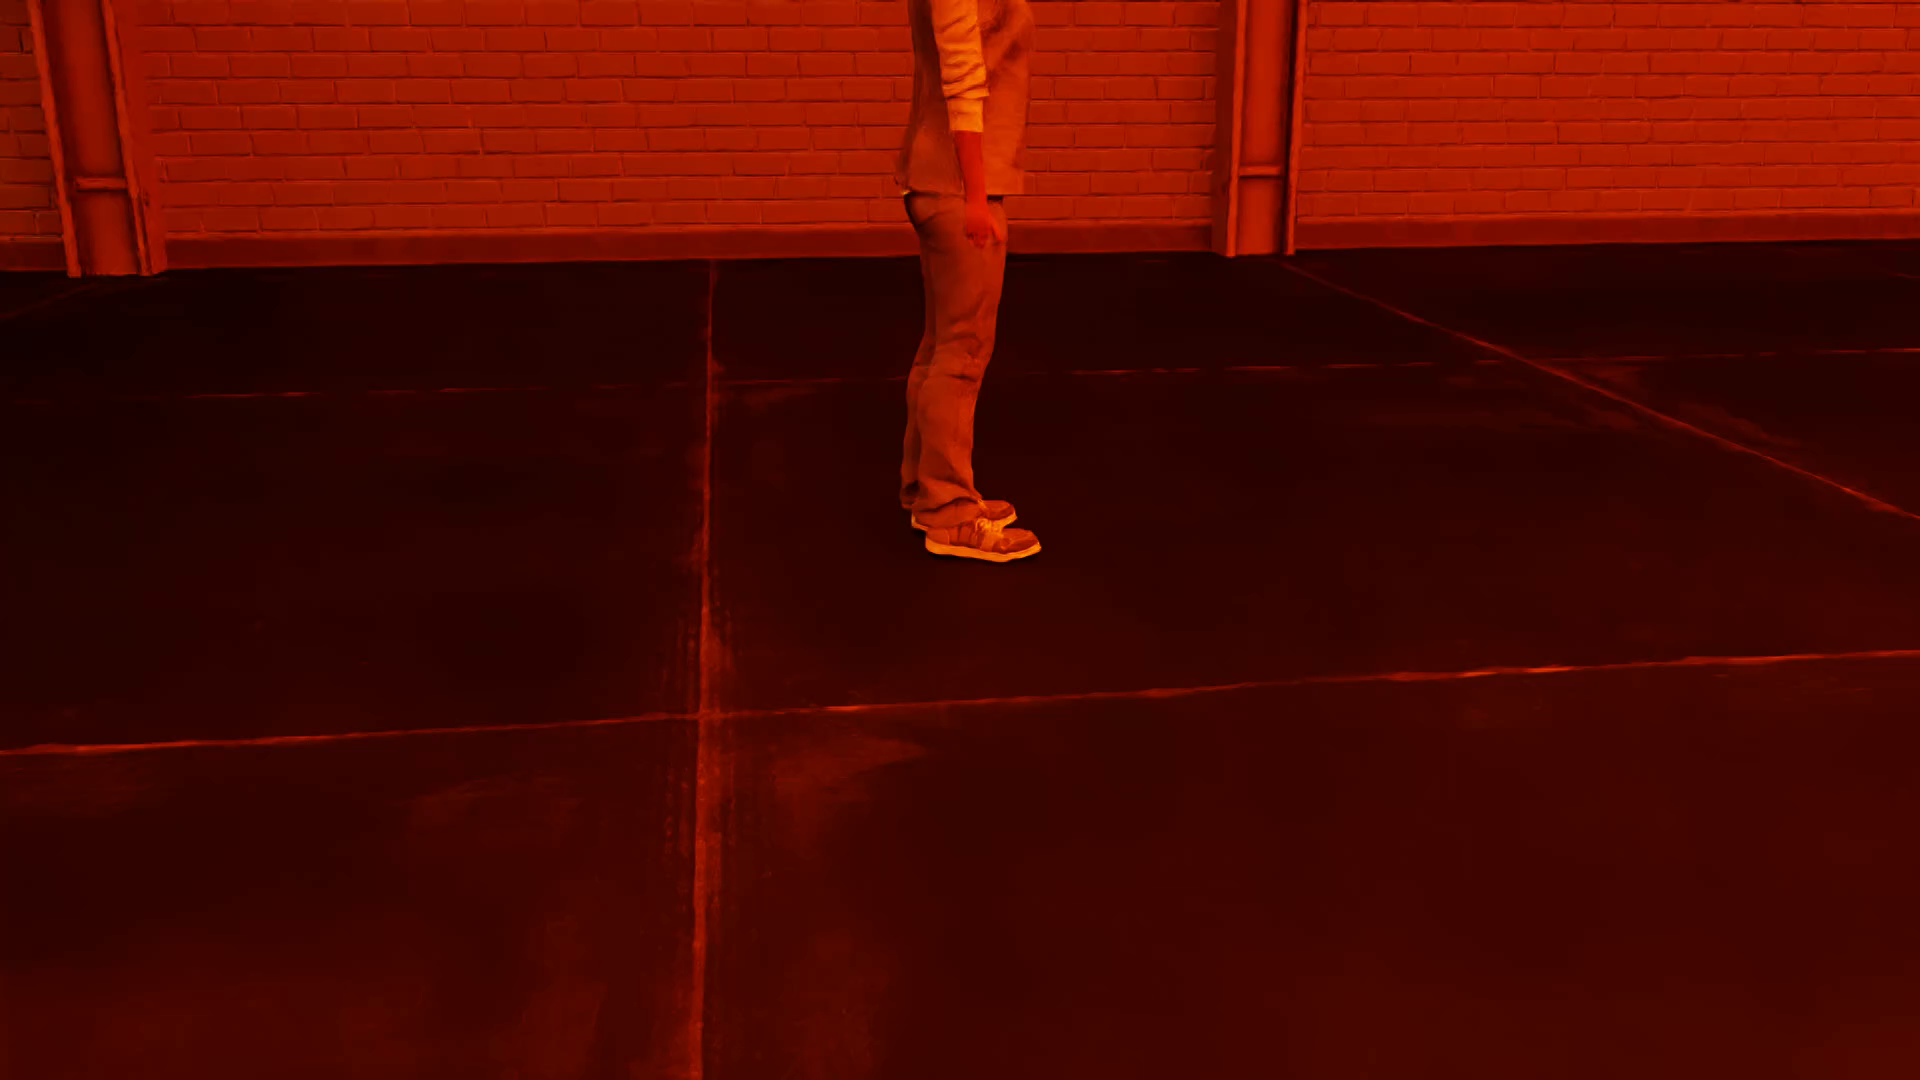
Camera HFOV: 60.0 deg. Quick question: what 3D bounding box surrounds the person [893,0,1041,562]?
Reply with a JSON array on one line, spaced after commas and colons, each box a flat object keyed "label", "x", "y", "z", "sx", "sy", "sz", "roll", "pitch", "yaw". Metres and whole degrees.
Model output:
[{"label": "person", "x": 0.009, "y": -0.766, "z": 3.737, "sx": 0.310, "sy": 1.604, "sz": 0.405, "roll": -2, "pitch": 17, "yaw": -8}]
